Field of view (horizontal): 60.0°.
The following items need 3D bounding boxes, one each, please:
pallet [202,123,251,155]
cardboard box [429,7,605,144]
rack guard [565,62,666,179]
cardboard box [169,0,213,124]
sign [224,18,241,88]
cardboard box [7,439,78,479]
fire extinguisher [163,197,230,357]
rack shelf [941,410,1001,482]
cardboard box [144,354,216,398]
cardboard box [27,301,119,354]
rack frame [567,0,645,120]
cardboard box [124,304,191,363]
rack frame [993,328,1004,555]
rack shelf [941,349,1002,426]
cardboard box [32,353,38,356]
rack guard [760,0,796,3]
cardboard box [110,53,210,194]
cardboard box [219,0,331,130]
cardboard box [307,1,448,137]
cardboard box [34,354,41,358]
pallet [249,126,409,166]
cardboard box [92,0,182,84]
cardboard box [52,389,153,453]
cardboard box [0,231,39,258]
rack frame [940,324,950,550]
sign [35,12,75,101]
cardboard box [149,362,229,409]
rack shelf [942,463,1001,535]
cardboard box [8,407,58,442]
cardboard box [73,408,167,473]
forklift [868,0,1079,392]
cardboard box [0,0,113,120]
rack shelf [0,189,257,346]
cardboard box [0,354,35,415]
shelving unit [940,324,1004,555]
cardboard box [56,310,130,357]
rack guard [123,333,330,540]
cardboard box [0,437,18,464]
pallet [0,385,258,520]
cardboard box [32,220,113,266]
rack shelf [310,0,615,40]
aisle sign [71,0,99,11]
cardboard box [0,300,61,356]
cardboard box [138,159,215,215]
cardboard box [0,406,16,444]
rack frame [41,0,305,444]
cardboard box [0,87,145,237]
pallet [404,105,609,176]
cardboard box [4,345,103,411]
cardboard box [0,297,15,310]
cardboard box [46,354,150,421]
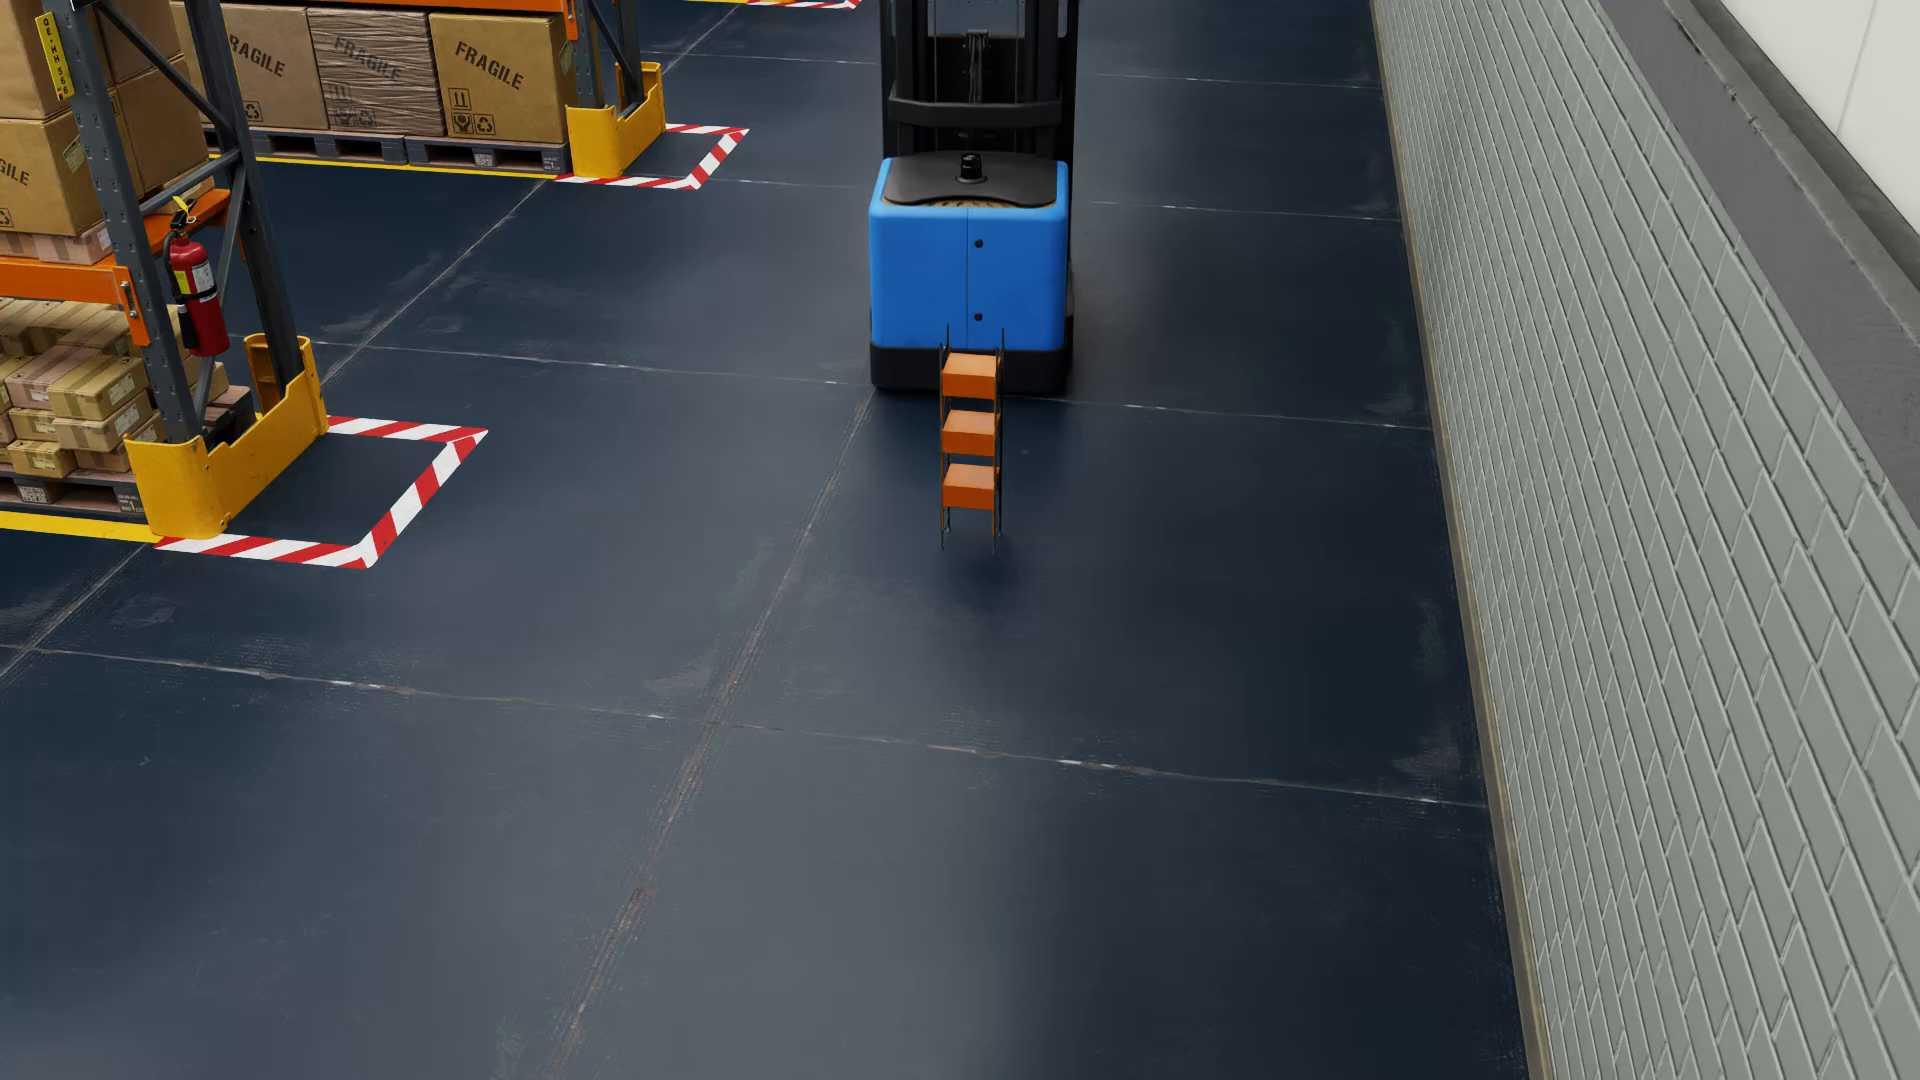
[{"bbox_3d":[-5.747,-3.232,12.714,1.213,0.211,1.003,5,32,8],"label":"pallet"},{"bbox_3d":[-3.185,-3.458,12.054,0.875,0.875,0.875,5,32,8],"label":"cardboard box"},{"bbox_3d":[-2.517,-3.104,12.237,0.348,0.500,1.175,5,32,8],"label":"rack guard"},{"bbox_3d":[-5.846,-3.699,12.439,0.875,0.875,0.875,5,32,8],"label":"cardboard box"},{"bbox_3d":[-3.383,-2.231,7.671,0.005,0.325,0.100,5,32,8],"label":"sign"},{"bbox_3d":[-4.299,-0.458,7.945,0.250,0.149,0.380,6,33,10],"label":"cardboard box"},{"bbox_3d":[-3.304,-1.126,7.145,0.183,0.674,0.296,5,32,8],"label":"fire extinguisher"},{"bbox_3d":[0.053,-0.431,7.469,0.240,0.259,0.215,5,32,8],"label":"rack shelf"},{"bbox_3d":[-3.948,-0.857,8.303,0.250,0.149,0.380,6,33,10],"label":"cardboard box"},{"bbox_3d":[-4.452,-1.078,8.375,0.250,0.149,0.380,5,32,8],"label":"cardboard box"},{"bbox_3d":[-2.540,-4.165,11.578,0.127,3.000,1.000,5,32,8],"label":"rack frame"},{"bbox_3d":[-3.934,-1.027,8.293,0.250,0.149,0.380,4,32,6],"label":"cardboard box"},{"bbox_3d":[0.173,-0.429,7.446,0.008,1.050,0.200,5,32,8],"label":"rack frame"},{"bbox_3d":[0.053,-0.672,7.319,0.240,0.259,0.215,5,32,8],"label":"rack shelf"},{"bbox_3d":[-4.699,-0.966,8.477,0.250,0.149,0.380,6,33,10],"label":"cardboard box"},{"bbox_3d":[-1.681,-5.701,16.387,0.348,0.500,1.175,5,32,8],"label":"rack guard"},{"bbox_3d":[-3.870,-1.933,7.637,0.500,0.500,0.500,7,33,11],"label":"cardboard box"},{"bbox_3d":[-4.959,-3.619,12.311,0.875,0.875,0.875,5,32,8],"label":"cardboard box"},{"bbox_3d":[-4.082,-3.539,12.184,0.875,0.875,0.875,5,32,8],"label":"cardboard box"},{"bbox_3d":[-4.464,-0.887,8.350,0.250,0.149,0.380,6,32,9],"label":"cardboard box"},{"bbox_3d":[-4.541,-3.124,12.542,1.213,0.211,1.003,5,32,8],"label":"pallet"},{"bbox_3d":[-3.872,-2.352,7.363,0.500,0.500,0.500,5,32,8],"label":"cardboard box"},{"bbox_3d":[-4.043,-0.574,7.850,0.250,0.149,0.380,4,32,7],"label":"cardboard box"},{"bbox_3d":[-4.082,-1.397,7.391,0.250,0.149,0.380,5,32,8],"label":"cardboard box"},{"bbox_3d":[-0.068,-0.451,7.481,0.008,1.050,0.200,5,32,8],"label":"rack frame"},{"bbox_3d":[-3.587,-1.917,6.596,0.005,0.325,0.100,5,32,8],"label":"sign"},{"bbox_3d":[-3.937,-0.764,8.435,0.250,0.149,0.380,6,33,9],"label":"cardboard box"},{"bbox_3d":[0.053,-0.196,7.617,0.240,0.259,0.215,5,32,8],"label":"rack shelf"},{"bbox_3d":[-4.291,-0.625,7.933,0.250,0.149,0.380,4,32,7],"label":"cardboard box"},{"bbox_3d":[-4.028,-0.488,7.993,0.250,0.149,0.380,6,32,9],"label":"cardboard box"},{"bbox_3d":[0.119,-2.783,9.433,1.130,2.935,3.031,2,32,3],"label":"forklift"},{"bbox_3d":[-3.967,-2.083,6.934,0.500,0.500,0.500,5,32,7],"label":"cardboard box"},{"bbox_3d":[-5.446,-1.454,7.924,4.000,0.370,1.077,5,32,8],"label":"rack shelf"},{"bbox_3d":[-4.553,-0.726,7.813,0.250,0.149,0.380,4,32,7],"label":"cardboard box"},{"bbox_3d":[0.053,-0.440,7.464,0.252,1.050,0.215,5,32,8],"label":"shelving unit"},{"bbox_3d":[-4.226,-0.988,8.232,0.250,0.149,0.380,6,33,9],"label":"cardboard box"},{"bbox_3d":[-3.549,-0.528,8.122,0.348,0.500,1.175,5,32,8],"label":"rack guard"},{"bbox_3d":[-4.545,-0.526,8.055,0.250,0.149,0.380,5,32,8],"label":"cardboard box"},{"bbox_3d":[-4.344,-0.496,8.344,1.213,0.211,1.003,5,32,8],"label":"pallet"},{"bbox_3d":[-3.843,-1.355,7.325,0.250,0.149,0.380,5,32,8],"label":"cardboard box"},{"bbox_3d":[-4.512,-4.039,12.054,4.000,0.370,1.077,5,32,8],"label":"rack shelf"},{"bbox_3d":[-3.453,-2.519,6.497,0.004,0.787,0.394,5,32,8],"label":"aisle sign"},{"bbox_3d":[-4.711,-1.057,8.341,0.250,0.149,0.380,4,32,6],"label":"cardboard box"},{"bbox_3d":[-3.738,-1.674,7.834,0.250,0.149,0.380,5,32,8],"label":"cardboard box"},{"bbox_3d":[-4.555,-0.619,7.923,0.250,0.149,0.380,4,32,6],"label":"cardboard box"},{"bbox_3d":[-3.474,-1.580,7.448,0.127,3.000,1.000,5,32,8],"label":"rack frame"},{"bbox_3d":[-3.961,-1.654,7.191,0.500,0.500,0.500,6,33,9],"label":"cardboard box"},{"bbox_3d":[-3.342,-3.014,12.366,1.213,0.211,1.003,5,32,8],"label":"pallet"},{"bbox_3d":[-4.277,-0.769,7.882,0.250,0.149,0.380,6,33,9],"label":"cardboard box"},{"bbox_3d":[-4.983,-1.086,8.389,0.250,0.149,0.380,6,33,10],"label":"cardboard box"},{"bbox_3d":[-4.039,-0.717,7.798,0.250,0.149,0.380,6,32,9],"label":"cardboard box"}]
